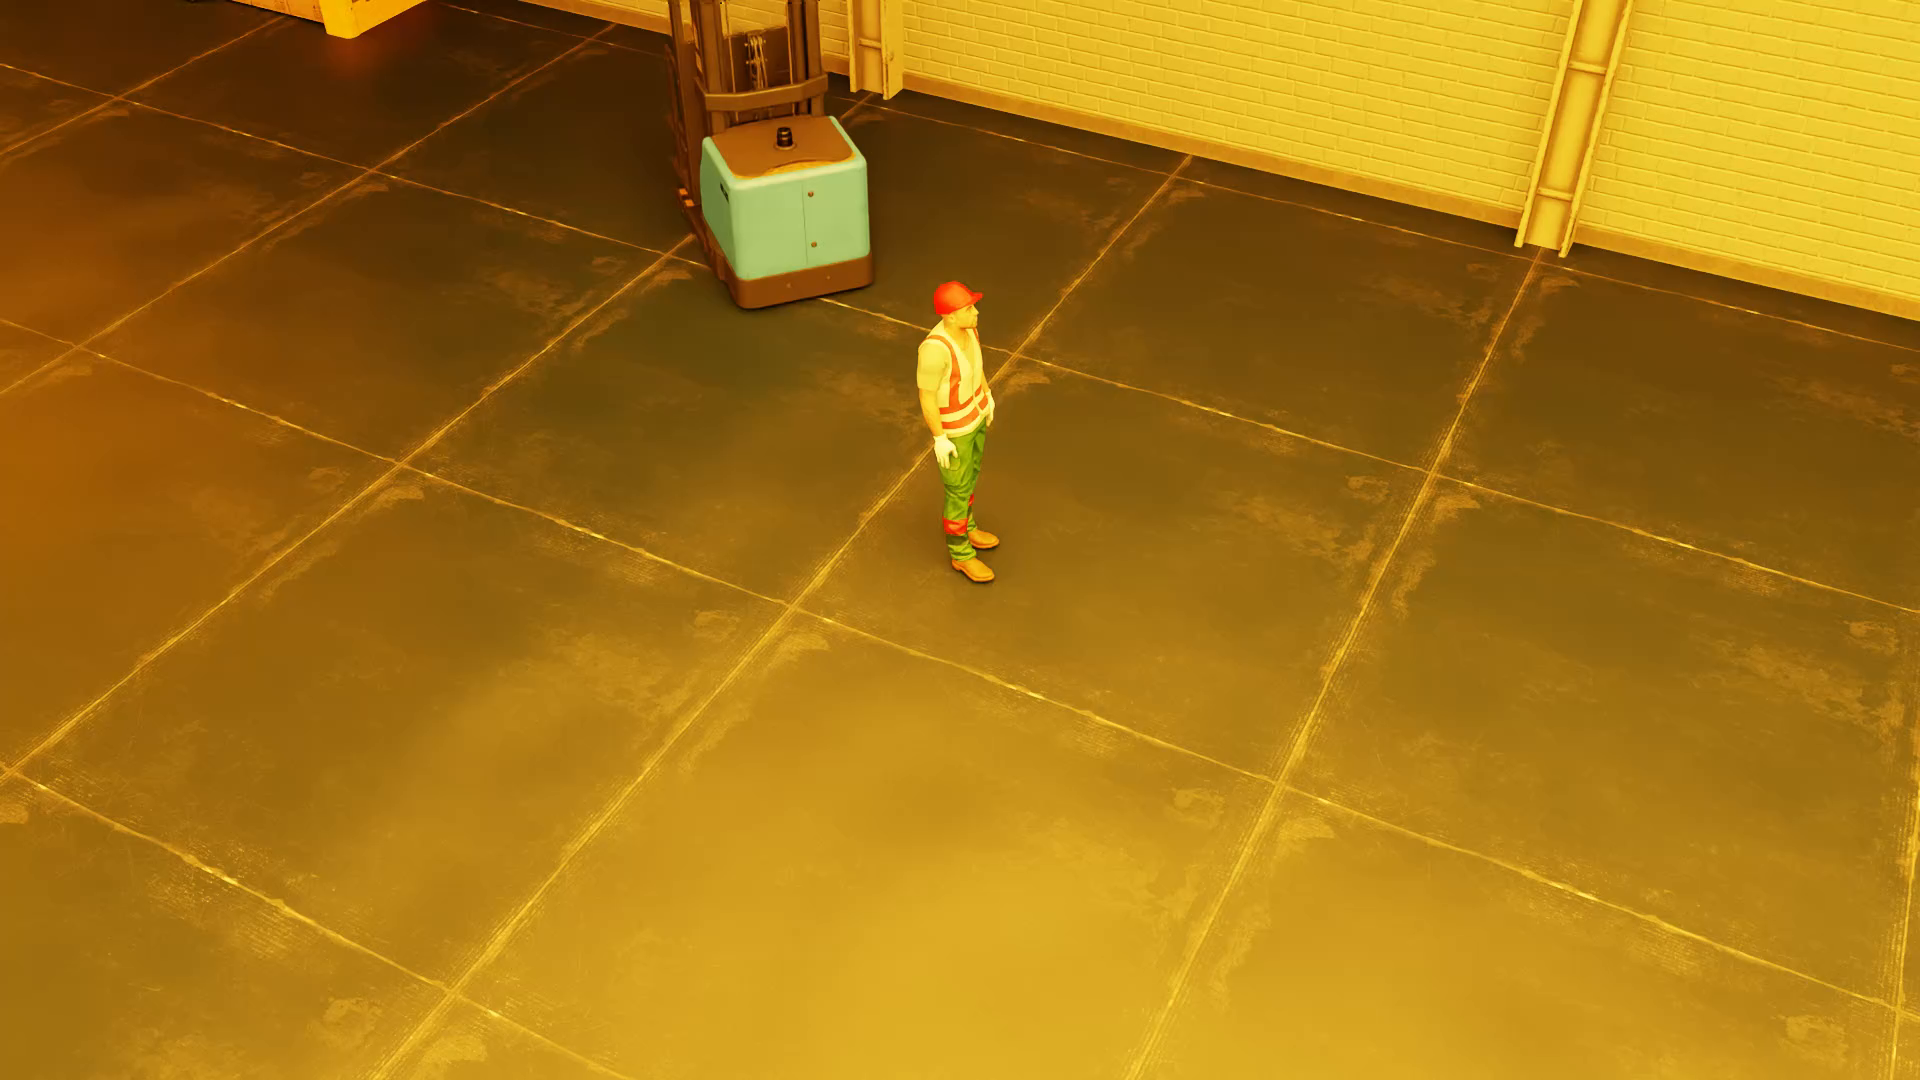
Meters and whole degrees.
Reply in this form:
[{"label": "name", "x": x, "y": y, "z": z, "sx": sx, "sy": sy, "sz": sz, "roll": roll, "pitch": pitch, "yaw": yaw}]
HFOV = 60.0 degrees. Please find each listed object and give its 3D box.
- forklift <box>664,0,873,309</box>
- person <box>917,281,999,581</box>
[{"label": "forklift", "x": -1.658, "y": -3.767, "z": 12.459, "sx": 1.130, "sy": 2.935, "sz": 3.031, "roll": -14, "pitch": 42, "yaw": -16}, {"label": "person", "x": 0.067, "y": -0.660, "z": 9.645, "sx": 0.562, "sy": 1.789, "sz": 0.638, "roll": 18, "pitch": 43, "yaw": 21}]
